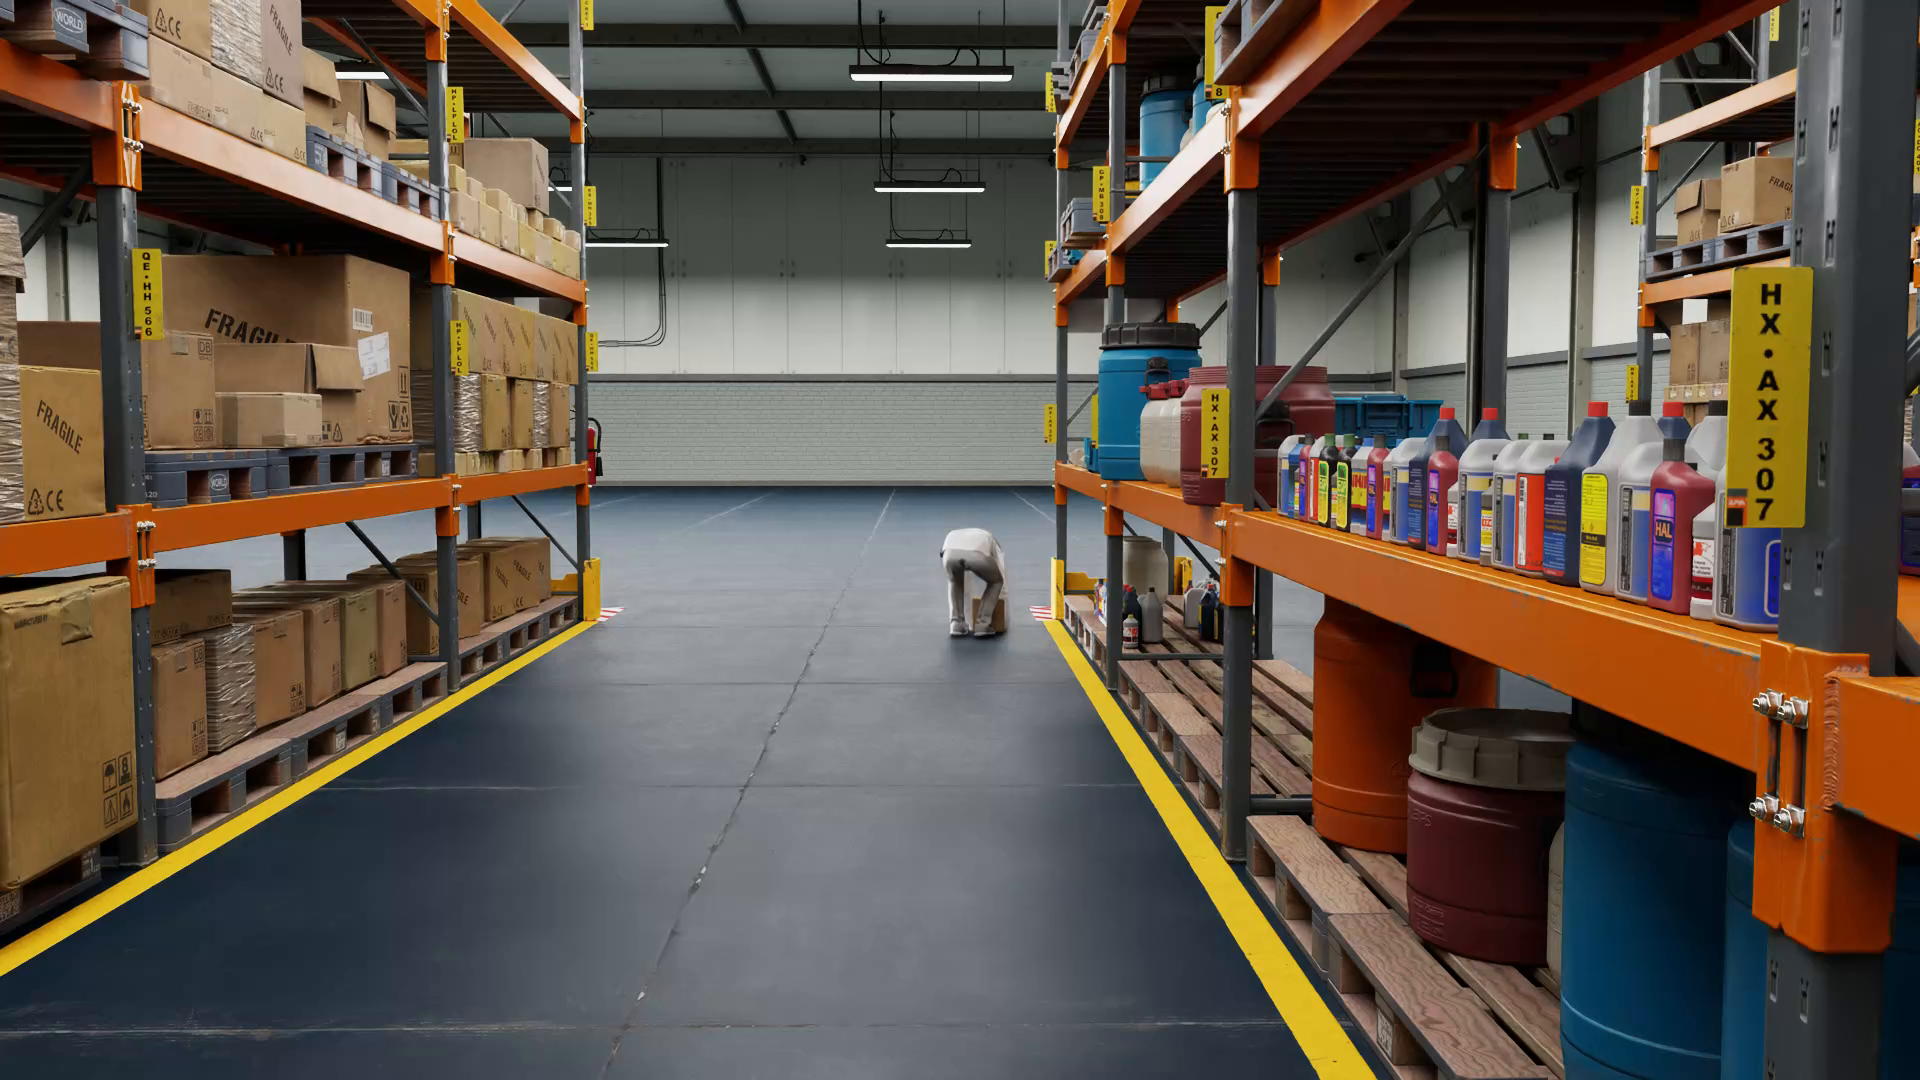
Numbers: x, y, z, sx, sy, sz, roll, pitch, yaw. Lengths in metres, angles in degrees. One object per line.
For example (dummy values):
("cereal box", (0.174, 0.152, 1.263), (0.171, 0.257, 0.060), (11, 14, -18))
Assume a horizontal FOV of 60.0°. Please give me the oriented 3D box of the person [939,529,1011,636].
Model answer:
("person", (0.115, 0.327, 12.926), (0.448, 0.855, 0.892), (1, 4, 15))
